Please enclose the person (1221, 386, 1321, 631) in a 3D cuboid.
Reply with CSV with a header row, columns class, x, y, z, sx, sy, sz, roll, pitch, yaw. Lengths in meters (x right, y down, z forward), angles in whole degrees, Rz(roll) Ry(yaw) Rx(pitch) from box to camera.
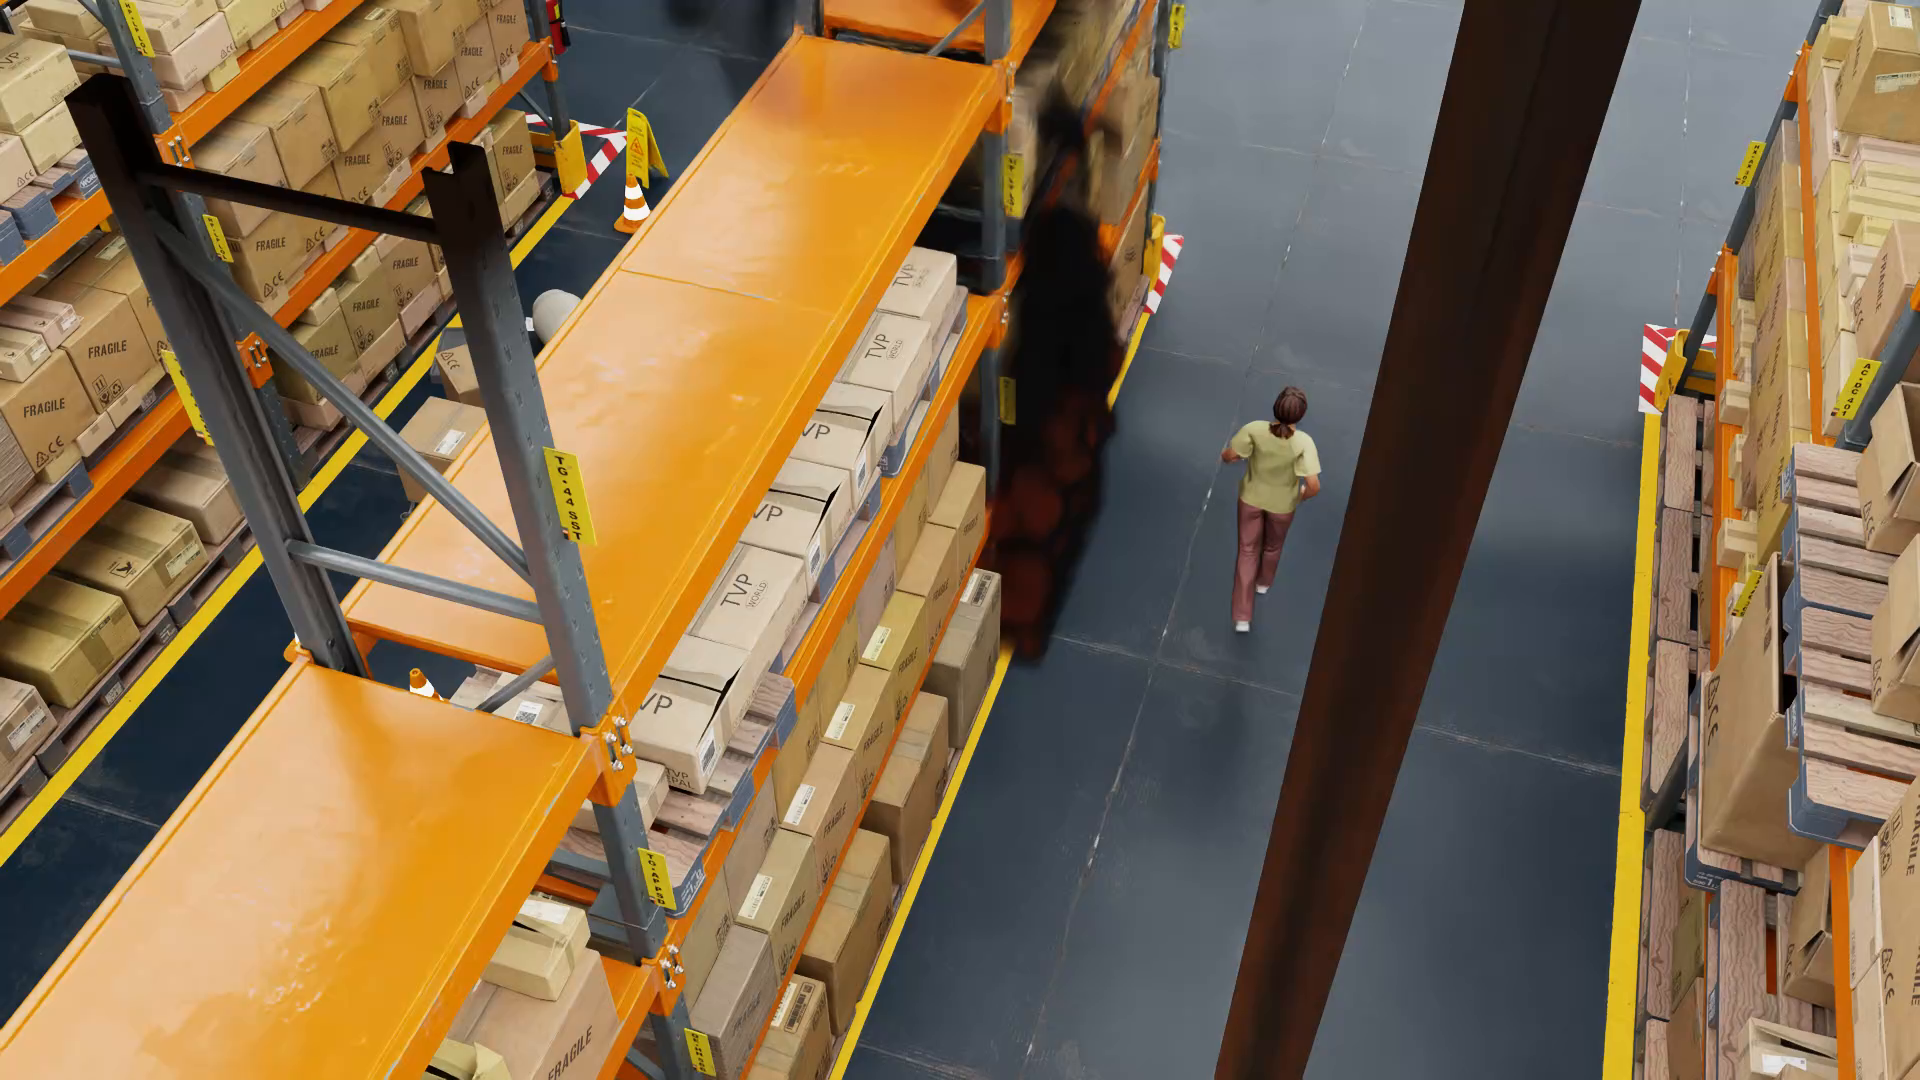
class,x,y,z,sx,sy,sz,roll,pitch,yaw
person,1.777,-0.164,9.742,0.591,1.737,0.730,13,47,13
